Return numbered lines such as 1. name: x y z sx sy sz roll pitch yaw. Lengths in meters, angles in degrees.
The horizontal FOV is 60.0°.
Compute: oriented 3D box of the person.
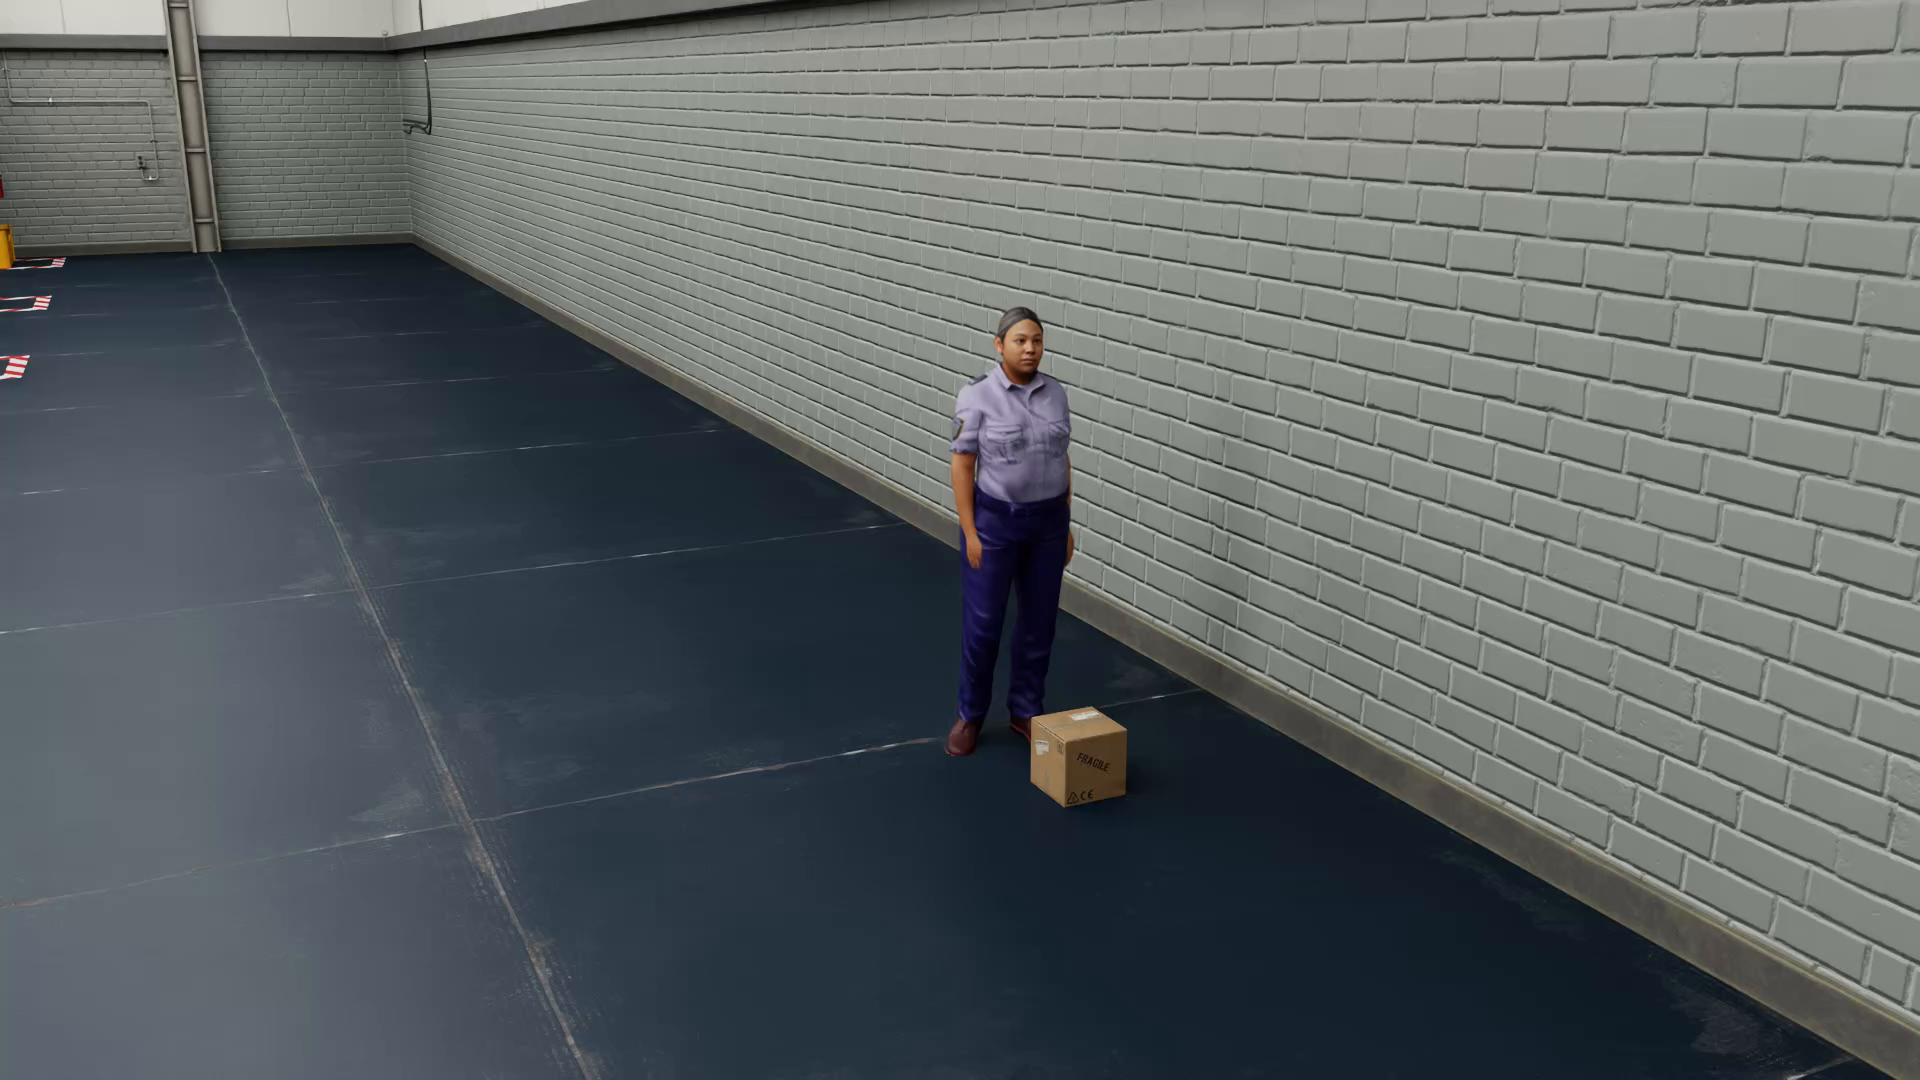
1. person: 0.180 -0.020 6.128 0.517 1.672 0.377 -7 17 -25
